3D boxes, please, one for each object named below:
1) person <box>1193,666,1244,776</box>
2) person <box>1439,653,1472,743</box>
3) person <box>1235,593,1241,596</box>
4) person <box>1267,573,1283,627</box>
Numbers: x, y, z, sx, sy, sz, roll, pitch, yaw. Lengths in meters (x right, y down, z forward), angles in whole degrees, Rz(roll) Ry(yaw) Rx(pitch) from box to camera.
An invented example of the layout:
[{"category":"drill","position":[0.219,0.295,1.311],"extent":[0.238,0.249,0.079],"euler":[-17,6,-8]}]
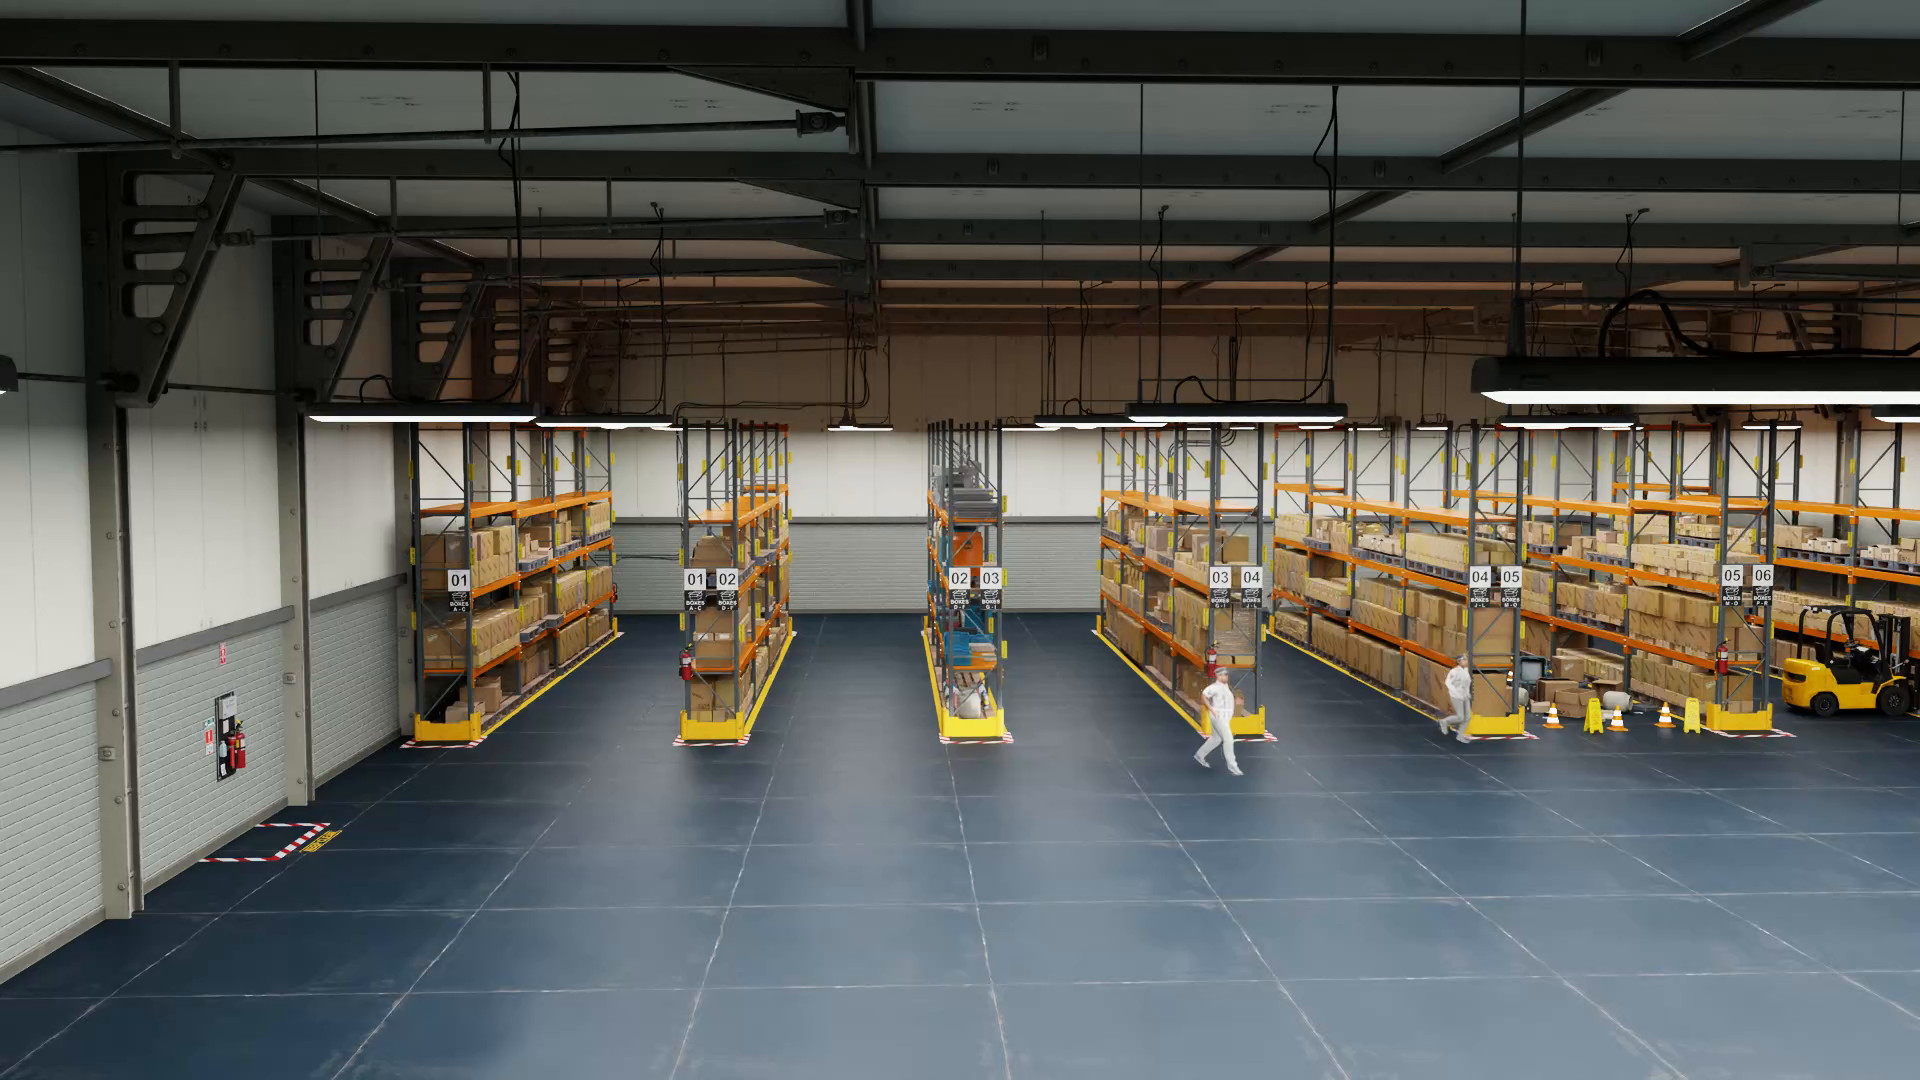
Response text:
[{"category":"person","position":[4.383,3.034,28.089],"extent":[0.911,1.828,0.653],"euler":[1,4,21]},{"category":"person","position":[9.247,2.926,30.982],"extent":[0.631,1.682,0.595],"euler":[-3,5,-43]},{"category":"person","position":[7.759,1.951,45.876],"extent":[0.560,1.759,0.750],"euler":[0,4,4]},{"category":"person","position":[9.380,1.752,48.901],"extent":[0.581,1.710,0.708],"euler":[-1,4,-16]}]
